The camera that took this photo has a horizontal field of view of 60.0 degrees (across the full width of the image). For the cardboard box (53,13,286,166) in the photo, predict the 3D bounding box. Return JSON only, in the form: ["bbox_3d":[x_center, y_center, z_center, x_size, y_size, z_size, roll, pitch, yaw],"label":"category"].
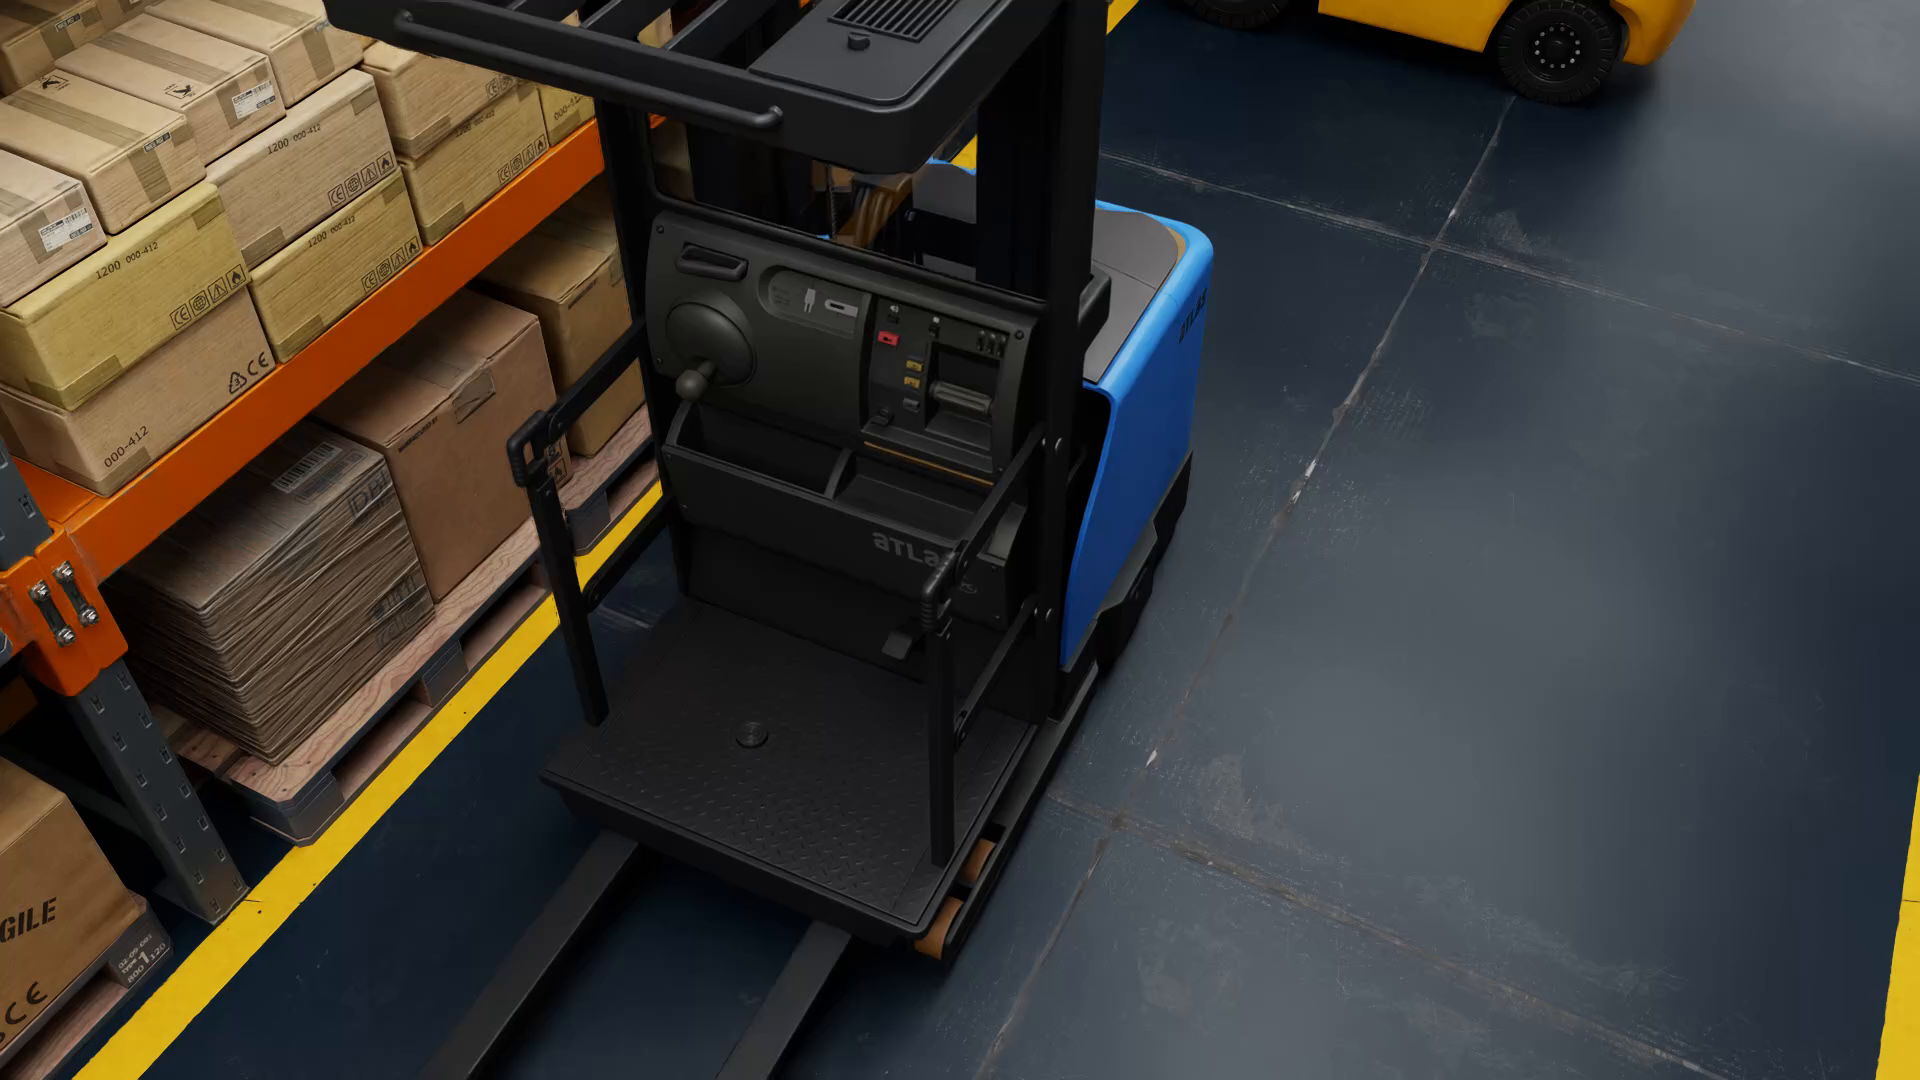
[{"bbox_3d":[-1.694,-0.969,3.572,0.380,0.149,0.250,22,49,20],"label":"cardboard box"}]

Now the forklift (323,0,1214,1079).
[{"bbox_3d":[-0.374,-0.336,3.521,1.130,2.935,3.031,19,48,18],"label":"forklift"}]

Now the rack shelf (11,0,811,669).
[{"bbox_3d":[-1.394,-1.270,4.902,1.077,0.370,4.000,20,49,19],"label":"rack shelf"}]

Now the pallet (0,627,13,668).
[{"bbox_3d":[-2.575,0.254,3.025,1.213,0.211,1.003,20,49,19],"label":"pallet"}]

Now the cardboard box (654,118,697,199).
[{"bbox_3d":[-1.065,-1.277,5.778,0.875,0.625,0.625,20,49,19],"label":"cardboard box"}]

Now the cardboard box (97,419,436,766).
[{"bbox_3d":[-2.020,0.035,4.480,0.875,0.625,0.625,22,49,20],"label":"cardboard box"}]

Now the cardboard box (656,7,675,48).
[{"bbox_3d":[-0.954,-1.705,4.932,0.500,0.250,0.500,21,49,19],"label":"cardboard box"}]

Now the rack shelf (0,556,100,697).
[{"bbox_3d":[-3.251,1.250,2.412,1.077,0.370,4.000,20,49,19],"label":"rack shelf"}]

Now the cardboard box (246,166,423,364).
[{"bbox_3d":[-1.662,-0.725,3.963,0.500,0.250,0.500,19,48,18],"label":"cardboard box"}]

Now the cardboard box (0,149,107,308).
[{"bbox_3d":[-1.913,-0.630,3.237,0.380,0.149,0.250,22,49,20],"label":"cardboard box"}]

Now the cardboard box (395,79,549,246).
[{"bbox_3d":[-1.429,-1.051,4.286,0.500,0.250,0.500,19,48,18],"label":"cardboard box"}]

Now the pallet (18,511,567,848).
[{"bbox_3d":[-1.905,0.211,4.893,1.003,0.211,1.213,20,49,19],"label":"pallet"}]

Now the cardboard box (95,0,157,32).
[{"bbox_3d":[-2.101,-1.321,3.920,0.380,0.149,0.250,20,49,18],"label":"cardboard box"}]

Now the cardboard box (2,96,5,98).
[{"bbox_3d":[-2.124,-1.084,3.966,0.500,0.250,0.500,21,49,19],"label":"cardboard box"}]

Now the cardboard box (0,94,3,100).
[{"bbox_3d":[-2.328,-1.000,3.603,0.380,0.149,0.250,22,49,20],"label":"cardboard box"}]

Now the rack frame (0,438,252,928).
[{"bbox_3d":[-2.322,-0.263,3.401,1.000,3.000,0.127,20,49,19],"label":"rack frame"}]

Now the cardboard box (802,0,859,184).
[{"bbox_3d":[-0.698,-1.764,6.258,0.875,0.625,0.625,23,50,21],"label":"cardboard box"}]

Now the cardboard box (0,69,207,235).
[{"bbox_3d":[-1.791,-0.799,3.404,0.380,0.149,0.250,21,49,20],"label":"cardboard box"}]

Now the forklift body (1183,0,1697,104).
[{"bbox_3d":[2.127,-3.208,6.908,2.313,2.155,1.214,20,49,19],"label":"forklift body"}]

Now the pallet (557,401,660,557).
[{"bbox_3d":[-1.338,-0.555,5.650,1.003,0.211,1.213,20,49,19],"label":"pallet"}]

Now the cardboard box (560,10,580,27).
[{"bbox_3d":[-1.193,-1.554,4.431,0.500,0.250,0.500,21,49,20],"label":"cardboard box"}]

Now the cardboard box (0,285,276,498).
[{"bbox_3d":[-1.900,-0.409,3.651,0.500,0.250,0.500,21,49,19],"label":"cardboard box"}]

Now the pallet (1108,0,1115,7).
[{"bbox_3d":[0.506,-3.062,8.127,1.003,0.211,1.213,20,49,19],"label":"pallet"}]

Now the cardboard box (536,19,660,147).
[{"bbox_3d":[-1.187,-1.378,4.608,0.500,0.250,0.500,22,49,20],"label":"cardboard box"}]

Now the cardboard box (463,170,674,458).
[{"bbox_3d":[-1.412,-0.803,5.309,0.875,0.625,0.625,19,48,17],"label":"cardboard box"}]

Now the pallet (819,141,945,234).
[{"bbox_3d":[-0.773,-1.326,6.412,1.003,0.211,1.213,20,49,19],"label":"pallet"}]

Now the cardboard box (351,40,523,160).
[{"bbox_3d":[-1.407,-1.224,4.105,0.500,0.250,0.500,19,48,18],"label":"cardboard box"}]

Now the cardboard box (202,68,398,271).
[{"bbox_3d":[-1.666,-0.900,3.785,0.500,0.250,0.500,22,49,20],"label":"cardboard box"}]

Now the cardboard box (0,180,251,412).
[{"bbox_3d":[-1.878,-0.577,3.465,0.500,0.250,0.500,20,49,19],"label":"cardboard box"}]

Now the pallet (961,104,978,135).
[{"bbox_3d":[-0.059,-2.290,7.365,1.003,0.211,1.213,20,49,19],"label":"pallet"}]

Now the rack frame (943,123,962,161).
[{"bbox_3d":[-0.465,-2.783,5.892,1.000,3.000,0.127,20,49,19],"label":"rack frame"}]

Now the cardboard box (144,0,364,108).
[{"bbox_3d":[-1.584,-1.138,3.739,0.380,0.149,0.250,21,49,19],"label":"cardboard box"}]

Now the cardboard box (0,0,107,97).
[{"bbox_3d":[-2.154,-1.143,3.744,0.380,0.149,0.250,20,49,19],"label":"cardboard box"}]

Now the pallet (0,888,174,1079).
[{"bbox_3d":[-2.702,1.175,3.941,1.003,0.211,1.213,20,49,19],"label":"pallet"}]

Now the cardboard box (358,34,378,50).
[{"bbox_3d":[-1.494,-1.306,3.905,0.380,0.149,0.250,21,49,19],"label":"cardboard box"}]

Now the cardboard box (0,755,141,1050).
[{"bbox_3d":[-2.328,0.805,3.808,0.500,0.500,0.500,22,49,20],"label":"cardboard box"}]

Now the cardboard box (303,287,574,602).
[{"bbox_3d":[-1.724,-0.379,4.890,0.875,0.625,0.625,22,49,20],"label":"cardboard box"}]
